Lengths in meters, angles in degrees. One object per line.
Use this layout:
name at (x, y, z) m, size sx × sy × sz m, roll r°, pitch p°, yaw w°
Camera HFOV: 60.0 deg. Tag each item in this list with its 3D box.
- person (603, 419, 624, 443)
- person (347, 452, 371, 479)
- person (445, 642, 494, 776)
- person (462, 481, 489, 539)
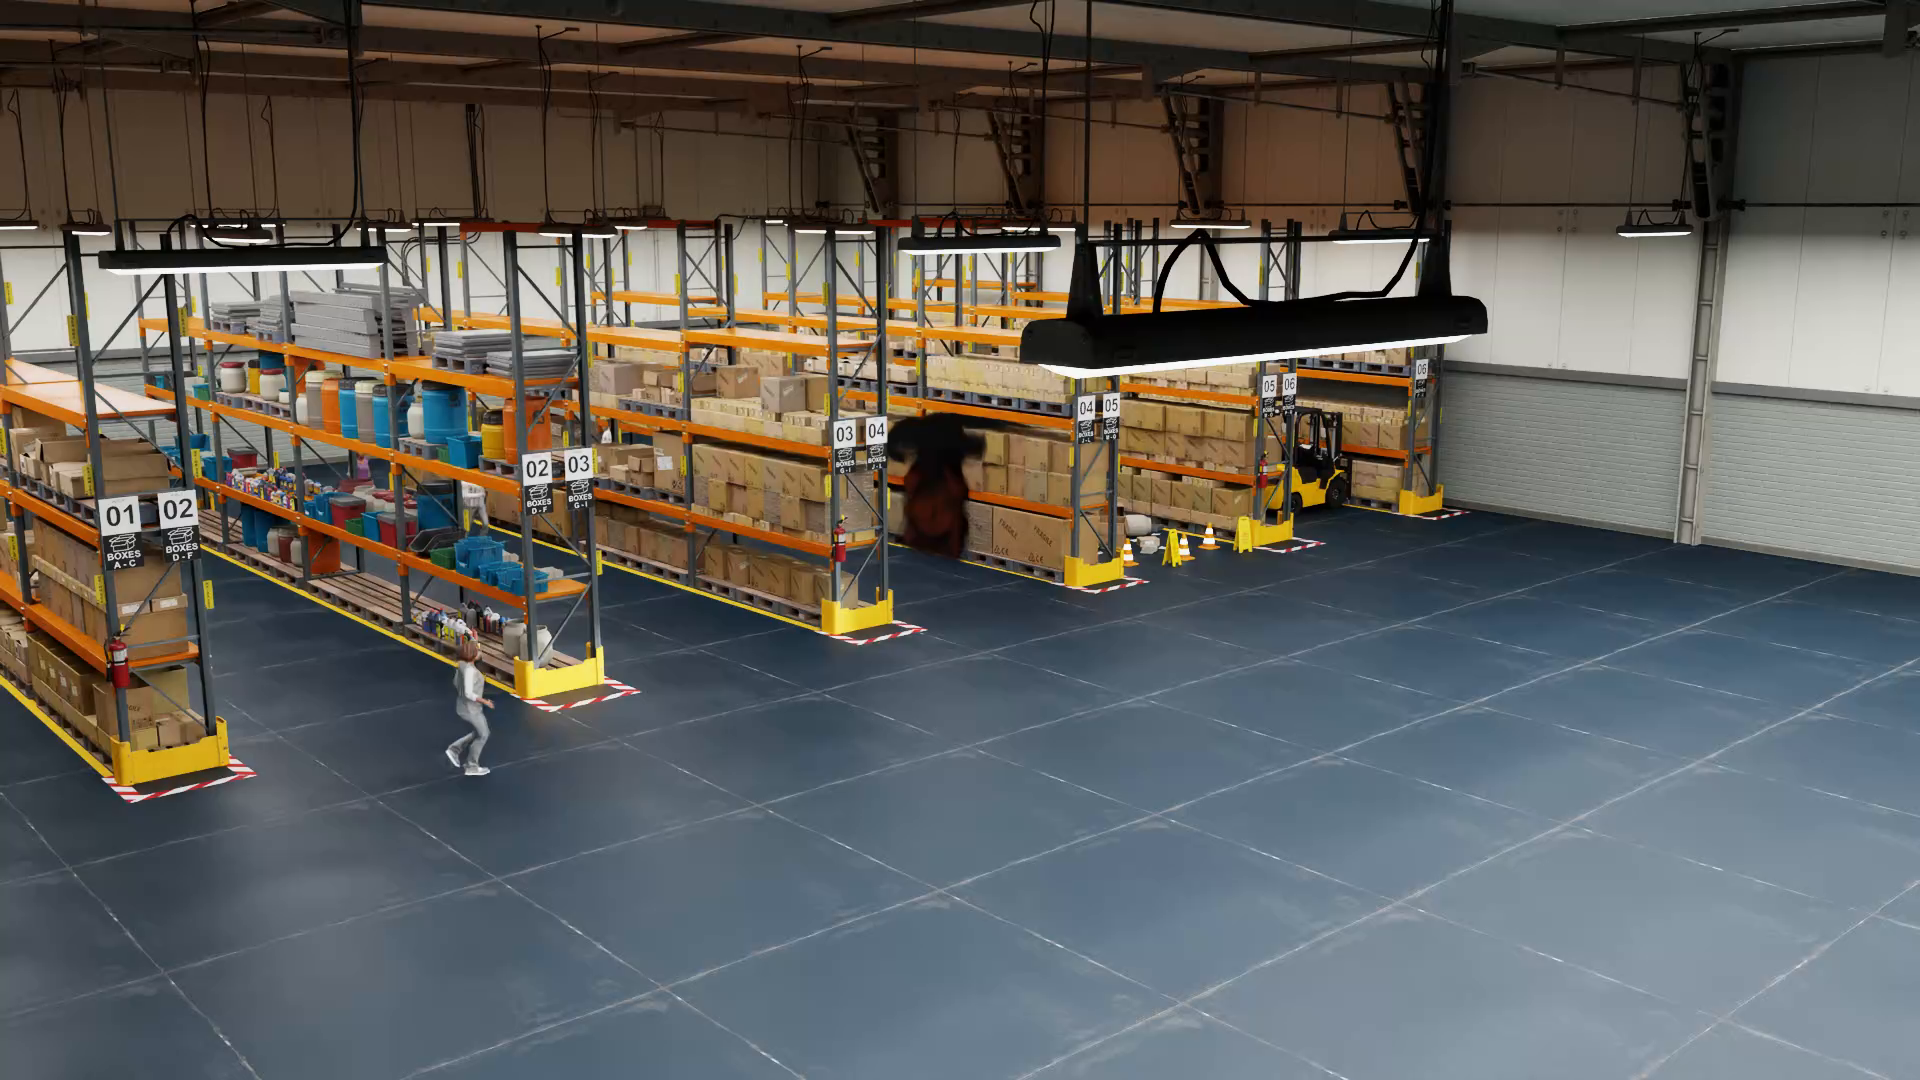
person at (-7.676, -1.868, 36.877) m, size 0.571 × 1.735 × 0.813 m, roll -8°, pitch 14°, yaw -36°
person at (-12.108, -1.112, 33.503) m, size 0.652 × 1.560 × 0.518 m, roll 10°, pitch 15°, yaw 41°
person at (-5.460, 1.902, 18.541) m, size 0.505 × 1.563 × 0.562 m, roll -5°, pitch 12°, yaw -22°
person at (-8.909, -0.582, 30.517) m, size 0.564 × 1.731 × 0.833 m, roll -11°, pitch 16°, yaw -43°
